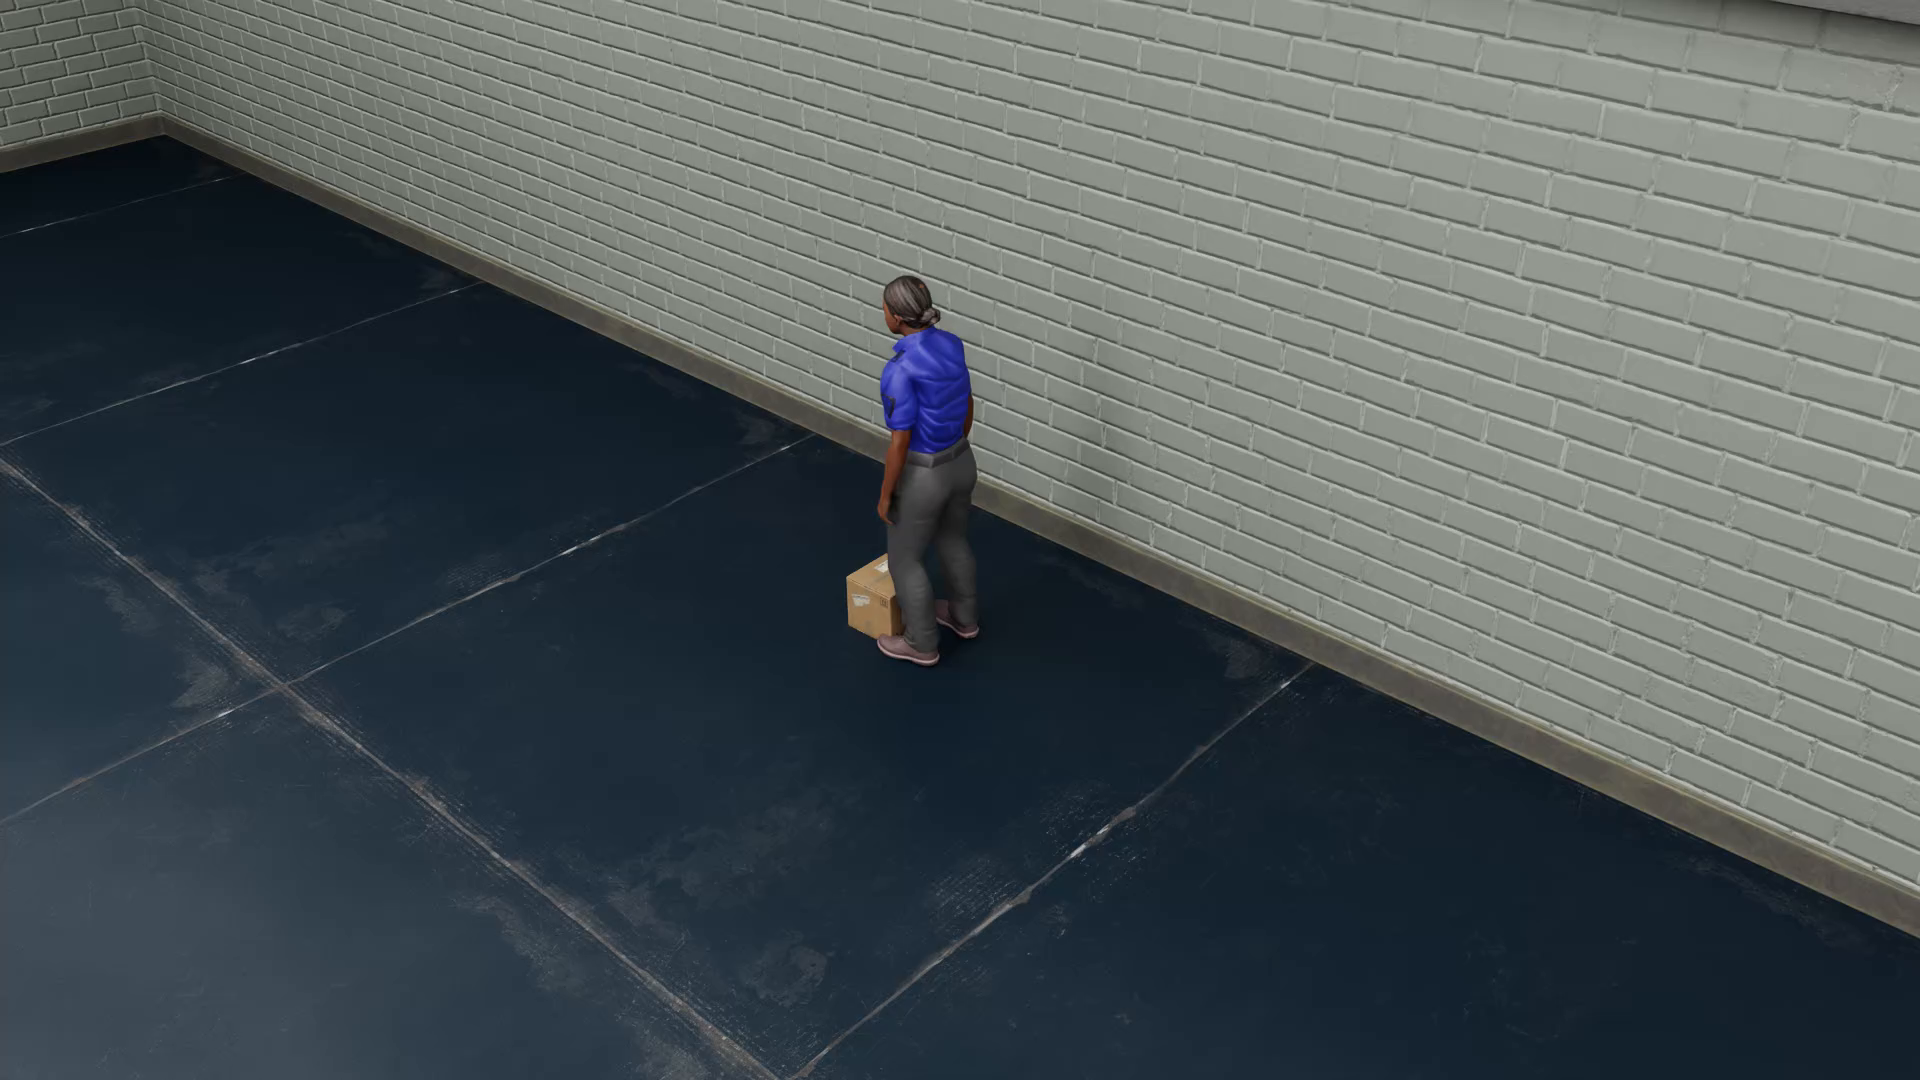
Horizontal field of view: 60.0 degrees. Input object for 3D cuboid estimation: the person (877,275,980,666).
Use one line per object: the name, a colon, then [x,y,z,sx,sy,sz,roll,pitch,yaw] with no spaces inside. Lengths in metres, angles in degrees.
person: [-0.128,-0.265,6.571,0.348,1.655,0.532,23,38,32]
